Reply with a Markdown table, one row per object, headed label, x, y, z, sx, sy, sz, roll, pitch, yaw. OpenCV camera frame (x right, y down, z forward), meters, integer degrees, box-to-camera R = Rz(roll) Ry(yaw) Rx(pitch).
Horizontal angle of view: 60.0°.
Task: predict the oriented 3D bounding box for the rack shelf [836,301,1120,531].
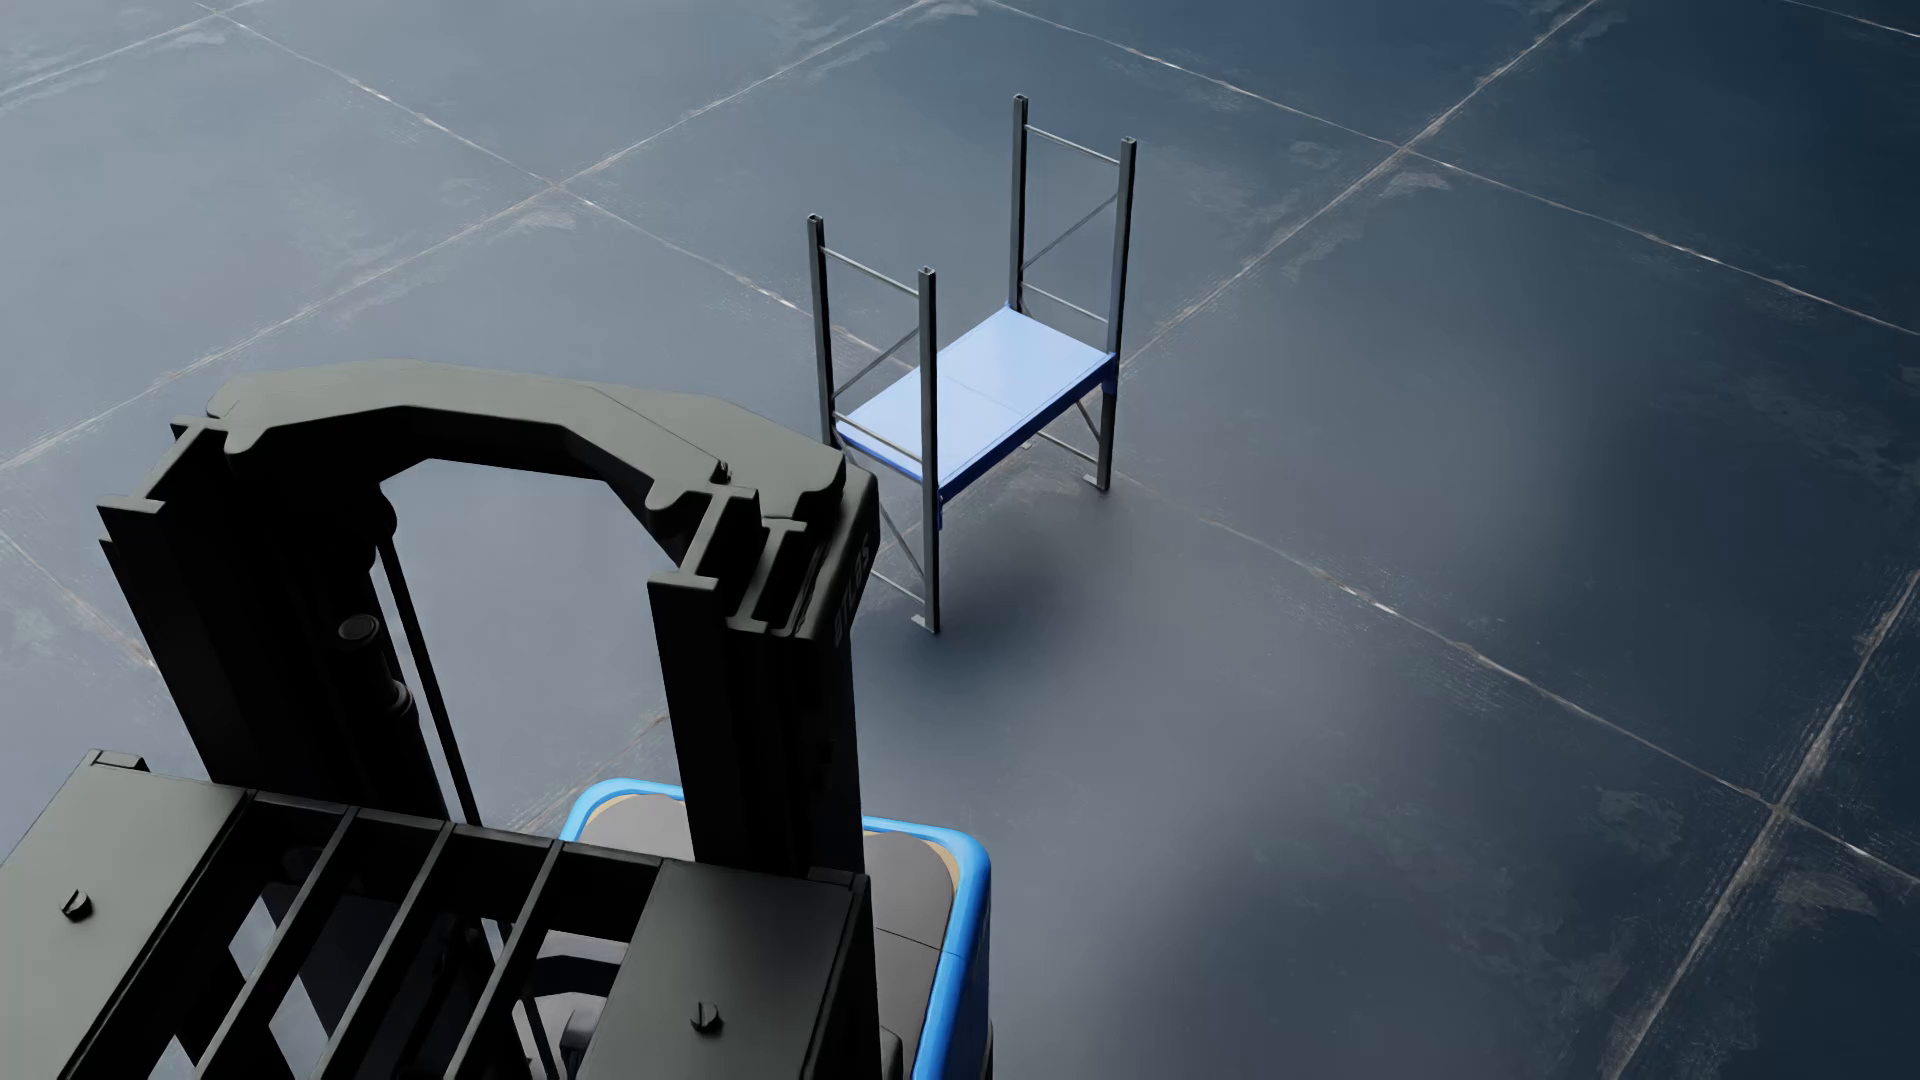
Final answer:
| label | x | y | z | sx | sy | sz | roll | pitch | yaw |
| --- | --- | --- | --- | --- | --- | --- | --- | --- | --- |
| rack shelf | 0.055 | -0.466 | 5.915 | 0.538 | 0.185 | 1.000 | 29 | 50 | 28 |

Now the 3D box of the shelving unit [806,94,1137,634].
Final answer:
| label | x | y | z | sx | sy | sz | roll | pitch | yaw |
| --- | --- | --- | --- | --- | --- | --- | --- | --- | --- |
| shelving unit | 0.055 | -0.599 | 5.794 | 0.538 | 1.500 | 1.048 | 29 | 50 | 28 |

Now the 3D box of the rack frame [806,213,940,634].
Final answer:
| label | x | y | z | sx | sy | sz | roll | pitch | yaw |
| --- | --- | --- | --- | --- | --- | --- | --- | --- | --- |
| rack frame | -0.272 | -0.337 | 5.506 | 0.500 | 1.500 | 0.032 | 29 | 50 | 28 |

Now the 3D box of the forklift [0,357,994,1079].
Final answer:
| label | x | y | z | sx | sy | sz | roll | pitch | yaw |
| --- | --- | --- | --- | --- | --- | --- | --- | --- | --- |
| forklift | -0.702 | 1.312 | 2.629 | 1.130 | 2.935 | 3.031 | 8 | 43 | 8 |

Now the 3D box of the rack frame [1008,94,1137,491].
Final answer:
| label | x | y | z | sx | sy | sz | roll | pitch | yaw |
| --- | --- | --- | --- | --- | --- | --- | --- | --- | --- |
| rack frame | 0.382 | -0.861 | 6.082 | 0.500 | 1.500 | 0.032 | 29 | 50 | 28 |
